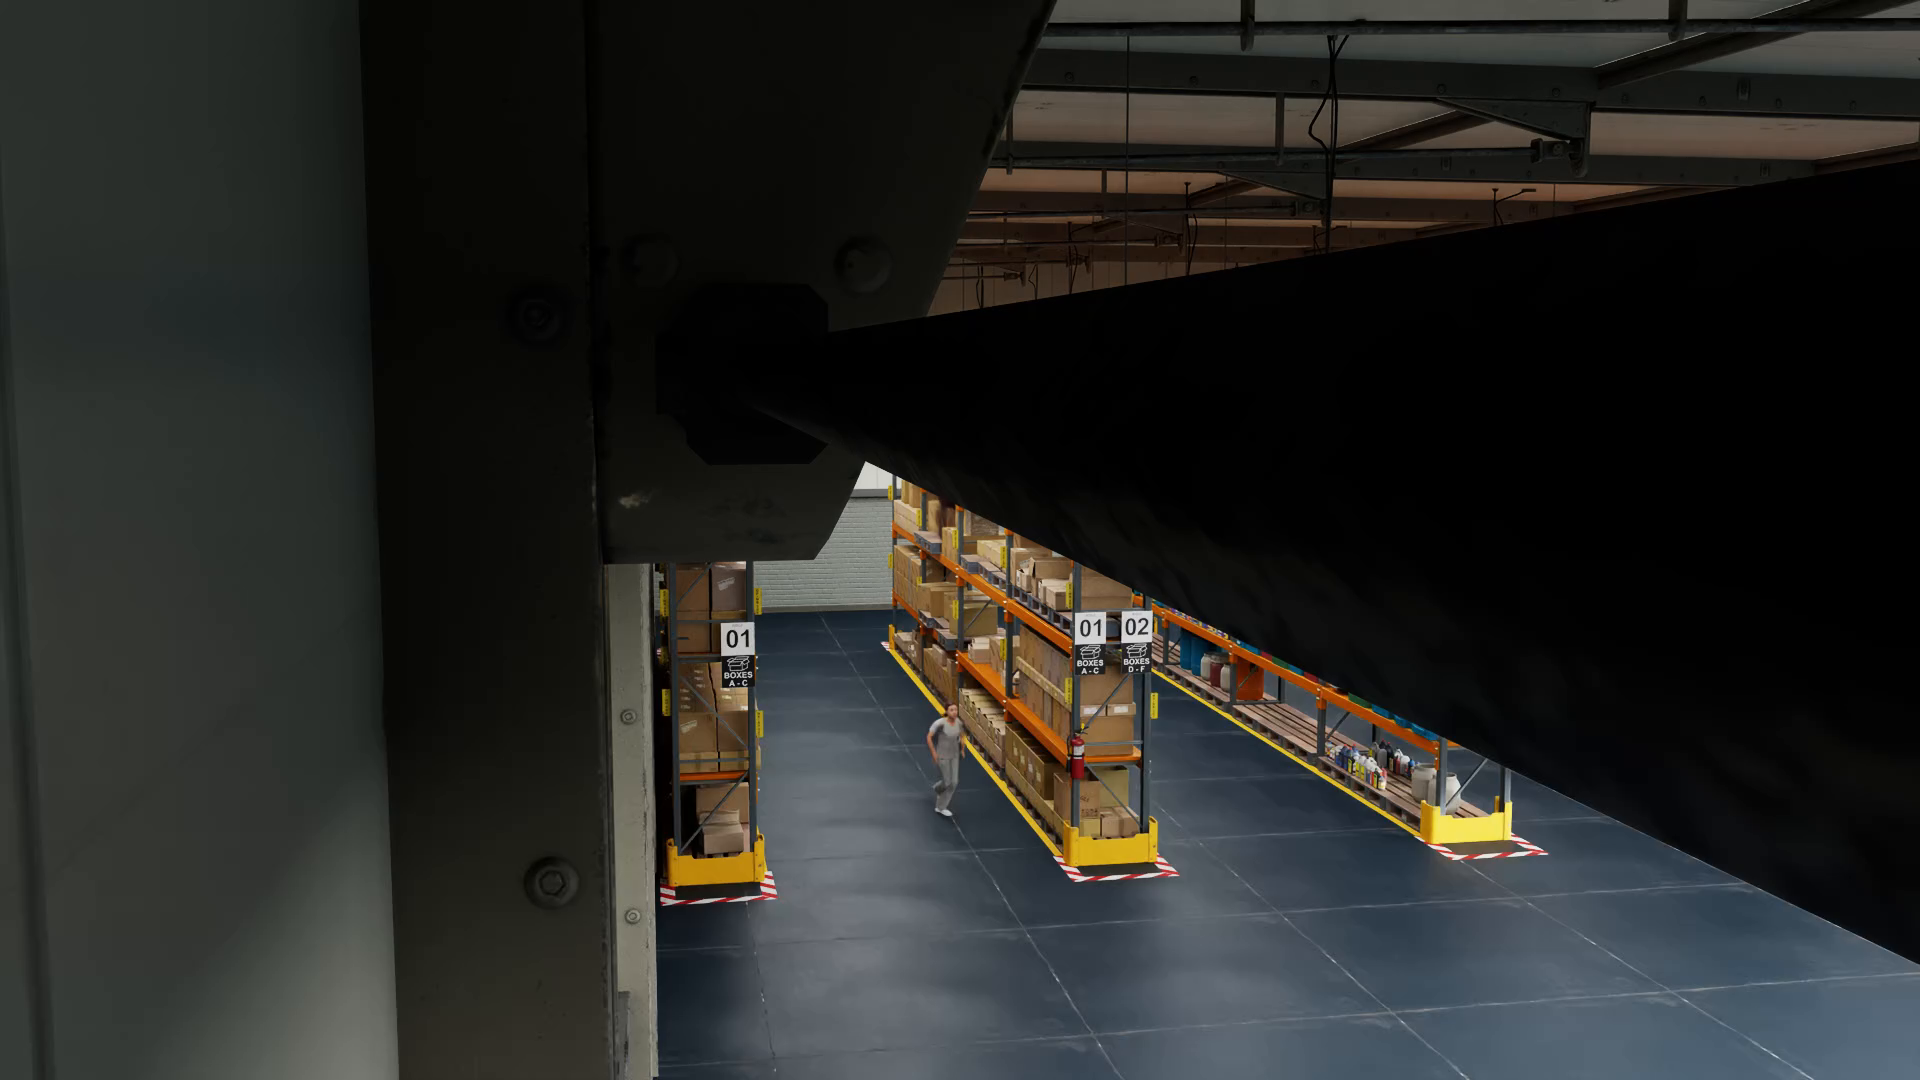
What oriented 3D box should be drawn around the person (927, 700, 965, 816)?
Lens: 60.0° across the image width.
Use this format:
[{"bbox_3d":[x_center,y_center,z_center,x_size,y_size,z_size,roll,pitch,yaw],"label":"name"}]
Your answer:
[{"bbox_3d":[-0.215,3.023,23.245,0.605,1.617,0.591,-3,7,-28],"label":"person"}]
